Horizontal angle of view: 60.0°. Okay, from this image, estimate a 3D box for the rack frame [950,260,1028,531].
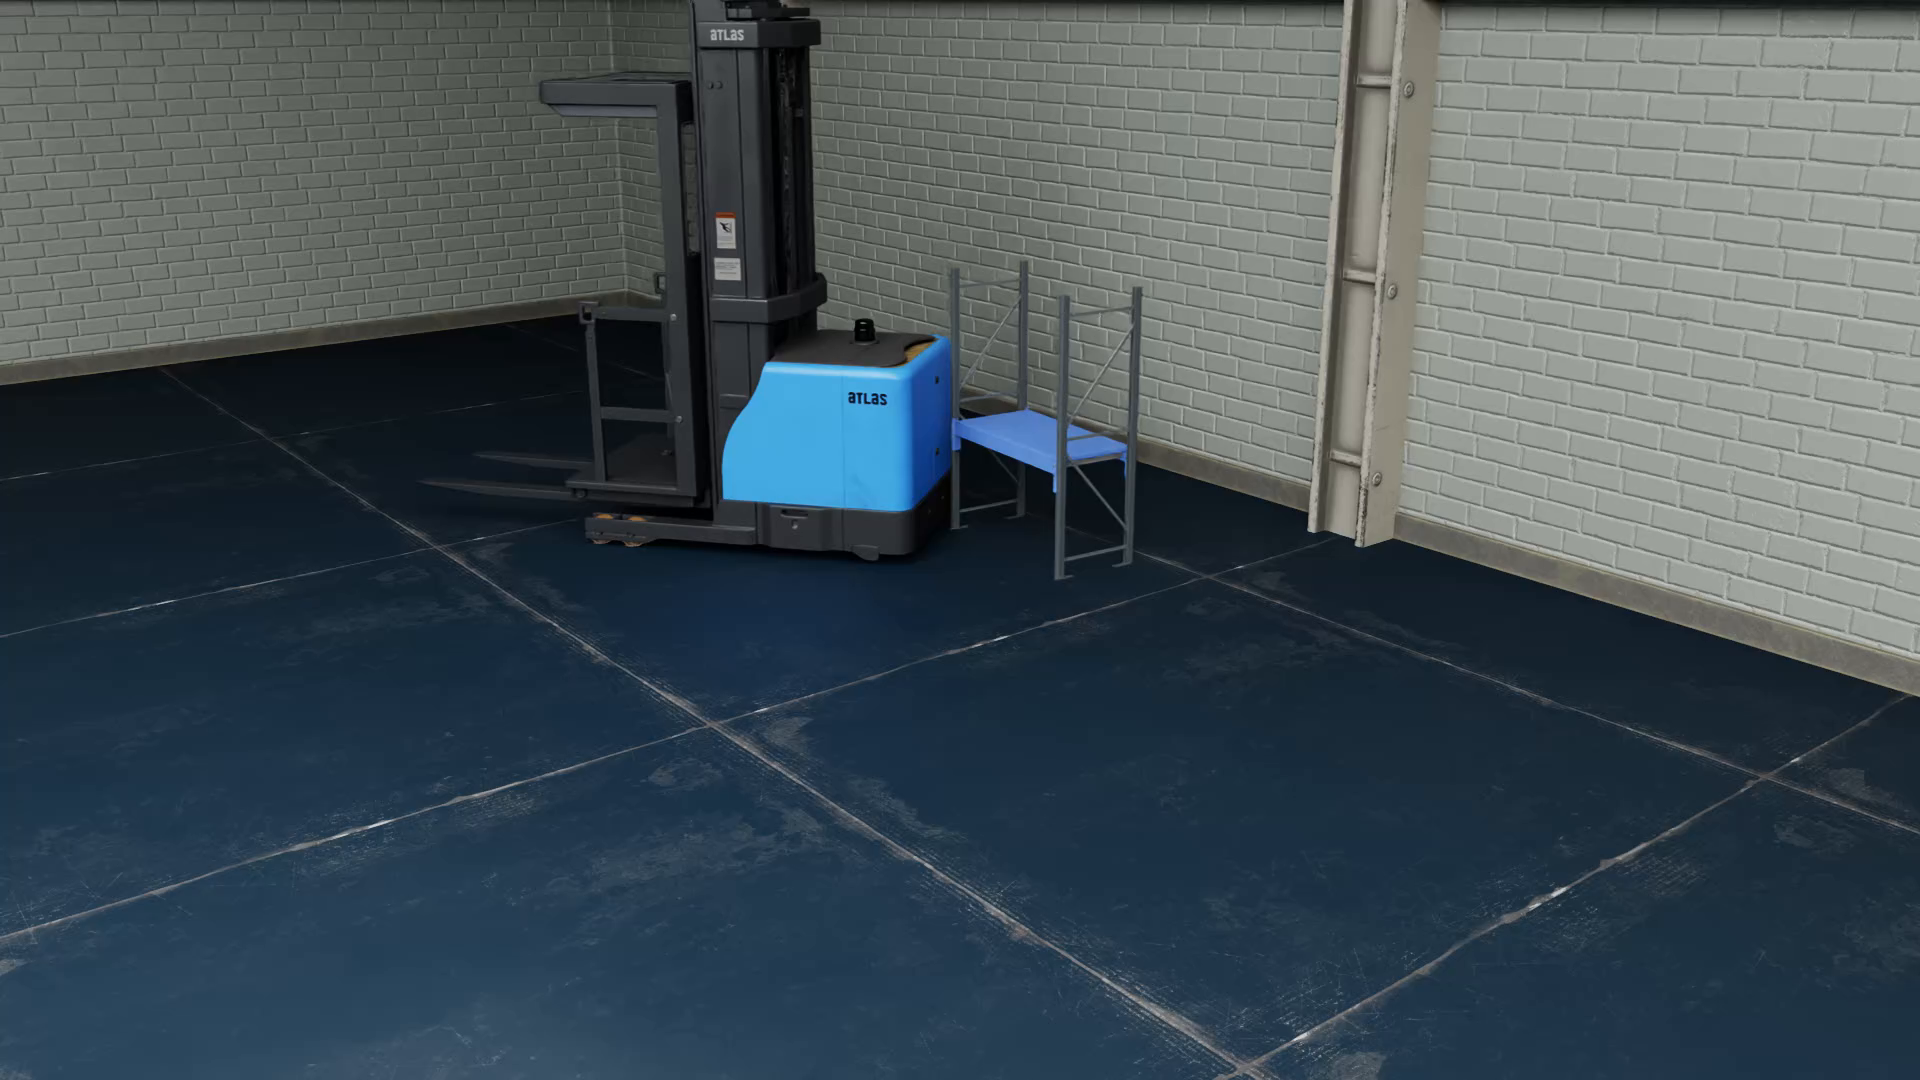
[{"bbox_3d":[0.165,-0.811,9.427,0.500,1.500,0.032,-11,21,-31],"label":"rack frame"}]

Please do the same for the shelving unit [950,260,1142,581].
[{"bbox_3d":[0.439,-0.677,9.020,0.538,1.500,1.048,-11,21,-31],"label":"shelving unit"}]

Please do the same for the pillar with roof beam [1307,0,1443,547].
[{"bbox_3d":[-1.144,-3.468,5.520,9.100,9.000,0.400,-14,23,-36],"label":"pillar with roof beam"}]

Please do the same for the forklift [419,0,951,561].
[{"bbox_3d":[-1.605,-1.507,9.252,3.031,2.935,1.130,4,19,13],"label":"forklift"}]

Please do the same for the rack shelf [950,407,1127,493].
[{"bbox_3d":[0.439,-0.506,9.077,0.538,0.185,1.000,-11,21,-31],"label":"rack shelf"}]

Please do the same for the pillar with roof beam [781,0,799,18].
[{"bbox_3d":[-4.870,-4.946,9.984,9.100,9.000,0.400,-14,23,-36],"label":"pillar with roof beam"}]

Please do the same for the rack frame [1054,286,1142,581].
[{"bbox_3d":[0.713,-0.542,8.614,0.500,1.500,0.032,-11,21,-31],"label":"rack frame"}]
